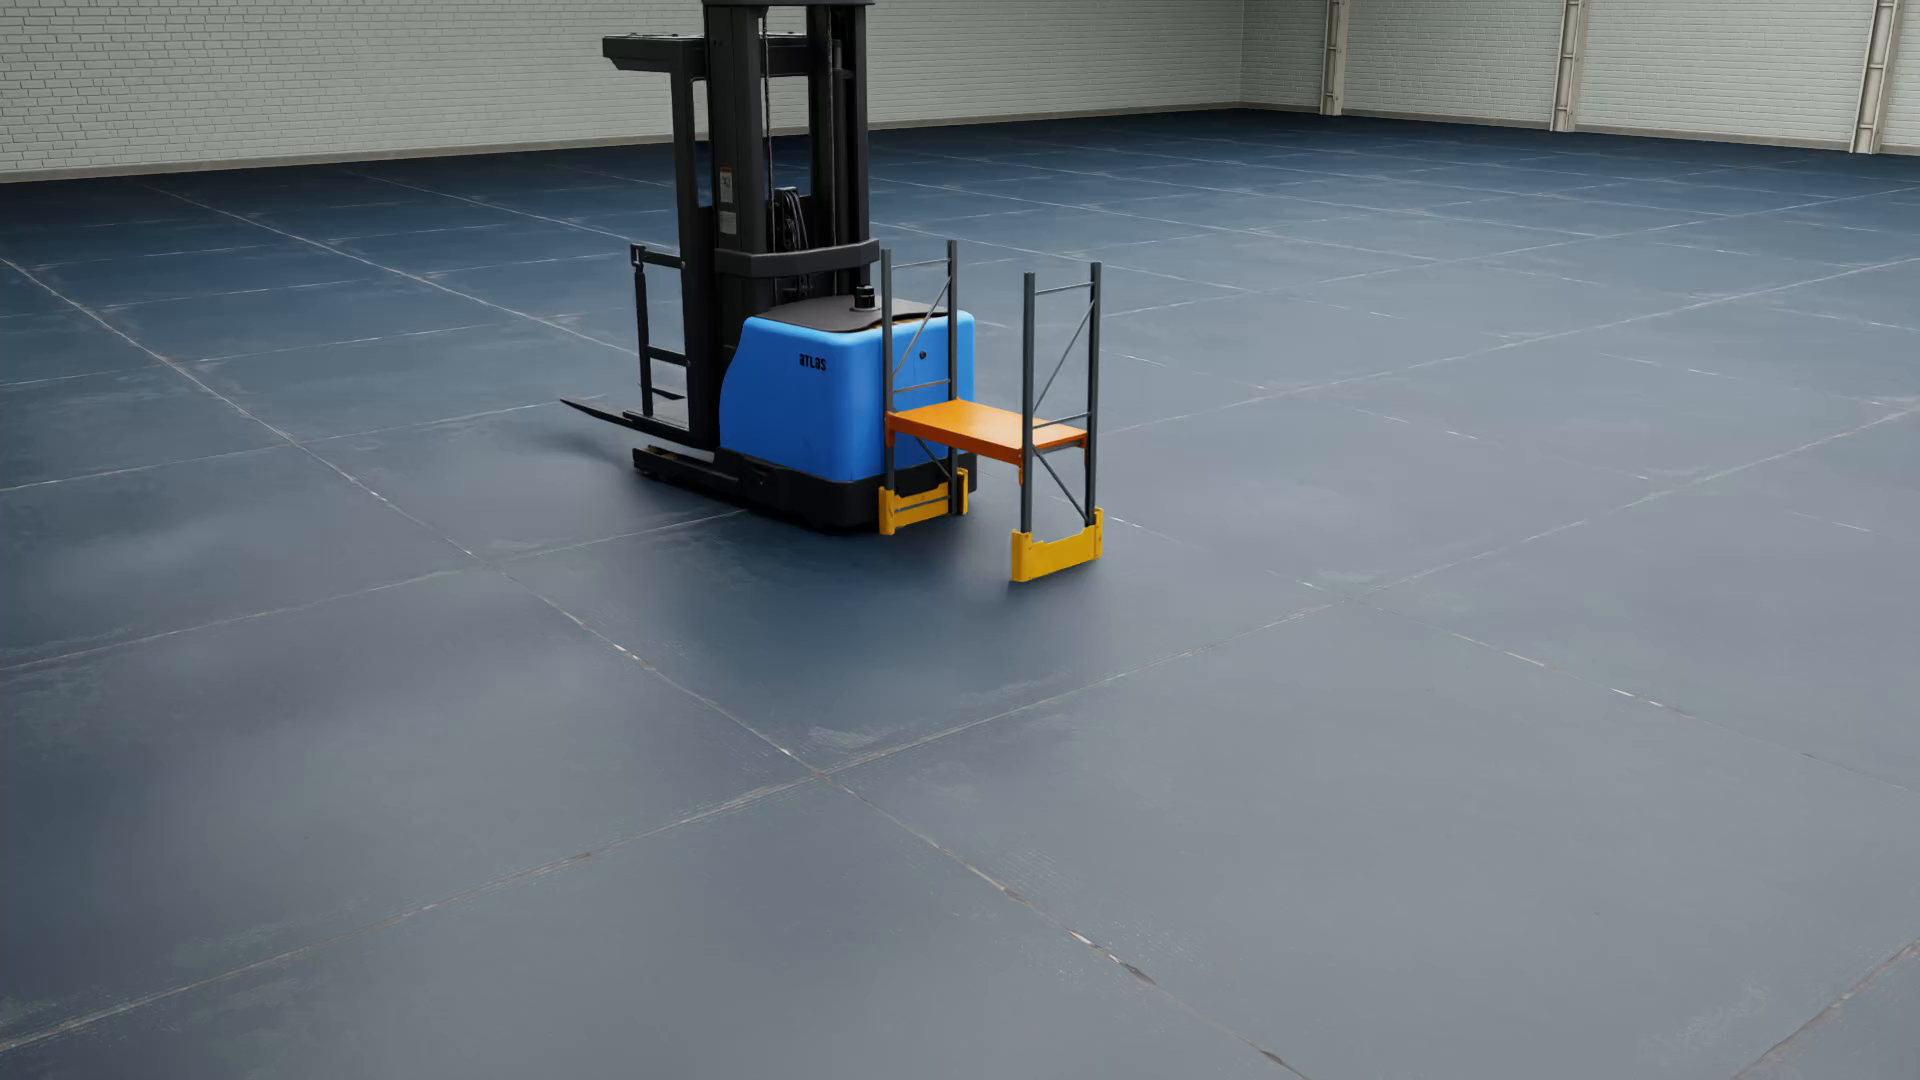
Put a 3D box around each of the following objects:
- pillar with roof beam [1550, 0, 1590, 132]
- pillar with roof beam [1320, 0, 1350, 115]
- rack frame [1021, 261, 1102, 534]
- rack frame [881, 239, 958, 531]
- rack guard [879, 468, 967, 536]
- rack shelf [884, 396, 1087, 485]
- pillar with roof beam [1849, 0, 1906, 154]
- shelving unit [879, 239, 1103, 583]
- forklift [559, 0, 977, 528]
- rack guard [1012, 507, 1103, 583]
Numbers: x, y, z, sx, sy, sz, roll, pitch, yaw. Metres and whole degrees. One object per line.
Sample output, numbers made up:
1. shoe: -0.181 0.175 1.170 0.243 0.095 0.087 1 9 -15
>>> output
1. pillar with roof beam: 8.902 -11.765 29.937 9.100 9.000 0.400 -14 23 -36
2. pillar with roof beam: 5.177 -13.243 34.402 9.100 9.000 0.400 -14 23 -36
3. rack frame: 0.488 -0.573 8.069 0.500 1.500 0.032 -16 24 -40
4. rack frame: -0.207 -0.807 8.774 0.500 1.500 0.032 -16 24 -40
5. rack guard: -0.194 -0.209 8.957 0.587 0.250 0.087 -16 24 -40
6. rack shelf: 0.140 -0.519 8.478 0.538 0.185 1.000 -16 24 -40
7. pillar with roof beam: 12.628 -10.286 25.472 9.100 9.000 0.400 -14 23 -36
8. shelving unit: 0.147 -0.688 8.415 0.587 1.500 1.083 -16 24 -40
9. forklift: -1.298 -1.834 9.598 1.130 2.935 3.031 -17 25 -42
10. rack guard: 0.487 0.020 8.267 0.587 0.250 0.087 -16 24 -40
